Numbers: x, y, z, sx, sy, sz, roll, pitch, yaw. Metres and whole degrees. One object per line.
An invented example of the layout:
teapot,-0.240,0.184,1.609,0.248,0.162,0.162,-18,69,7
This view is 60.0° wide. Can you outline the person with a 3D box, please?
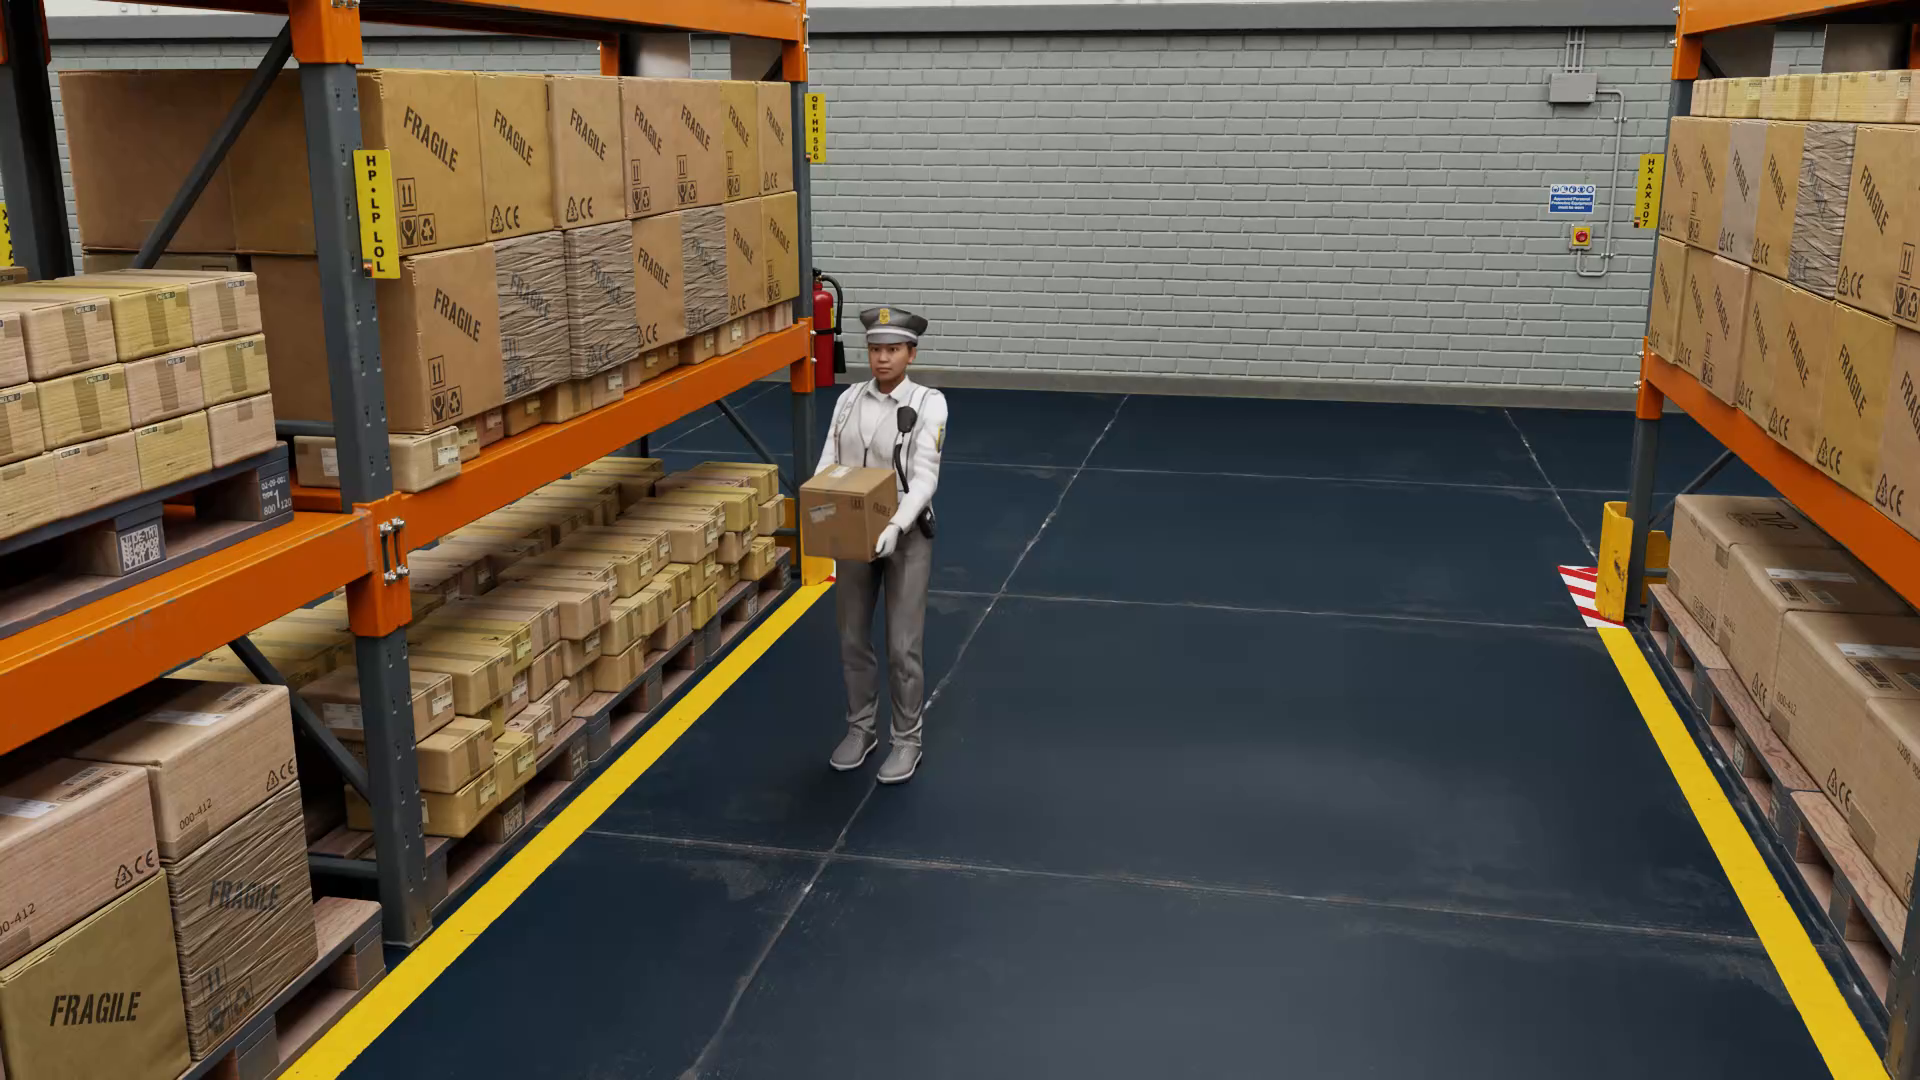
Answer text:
person,-0.302,0.019,5.900,0.459,1.688,0.543,6,16,21
